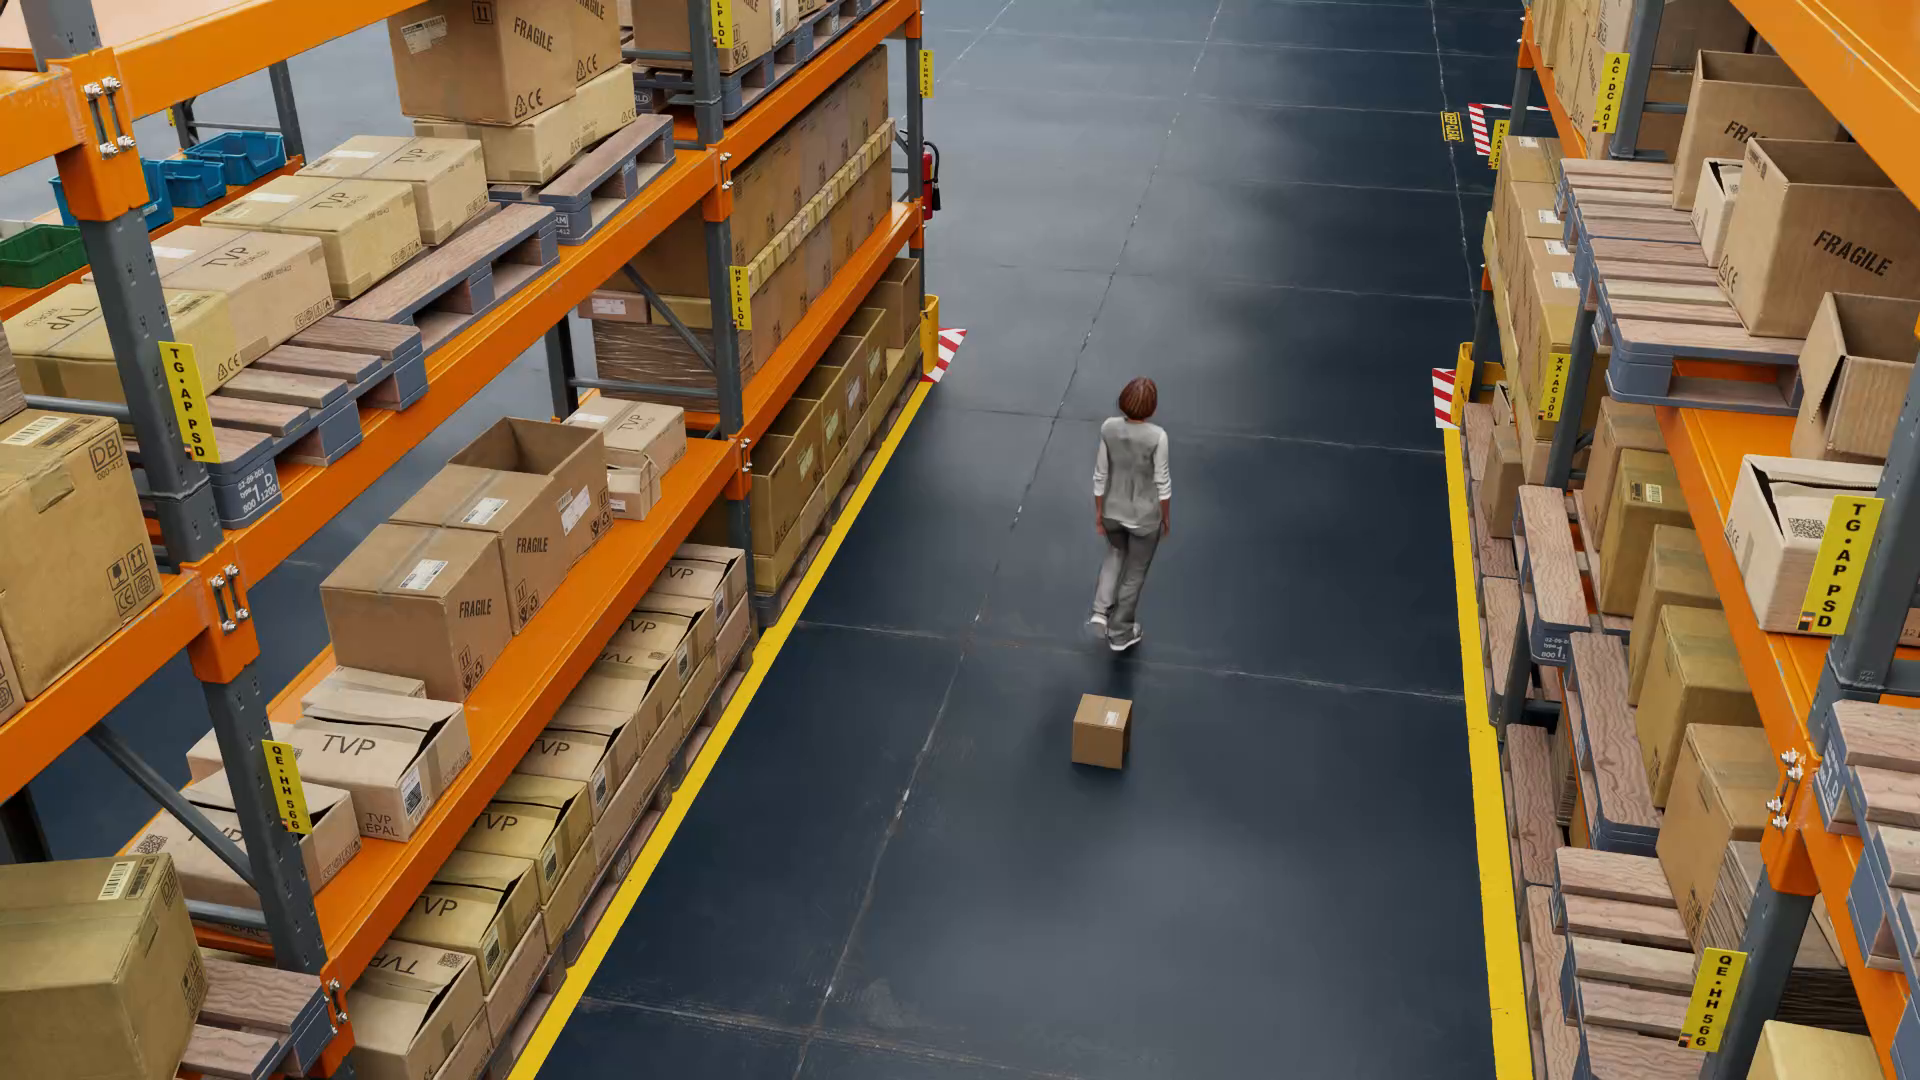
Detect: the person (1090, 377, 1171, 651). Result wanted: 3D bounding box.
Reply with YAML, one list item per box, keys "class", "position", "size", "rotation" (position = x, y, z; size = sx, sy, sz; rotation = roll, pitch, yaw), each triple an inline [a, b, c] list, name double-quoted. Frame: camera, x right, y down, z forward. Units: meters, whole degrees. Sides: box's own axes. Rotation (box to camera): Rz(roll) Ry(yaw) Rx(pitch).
- class: "person"
  position: [0.908, -0.134, 8.803]
  size: [0.405, 1.588, 0.414]
  rotation: [16, 33, 27]
